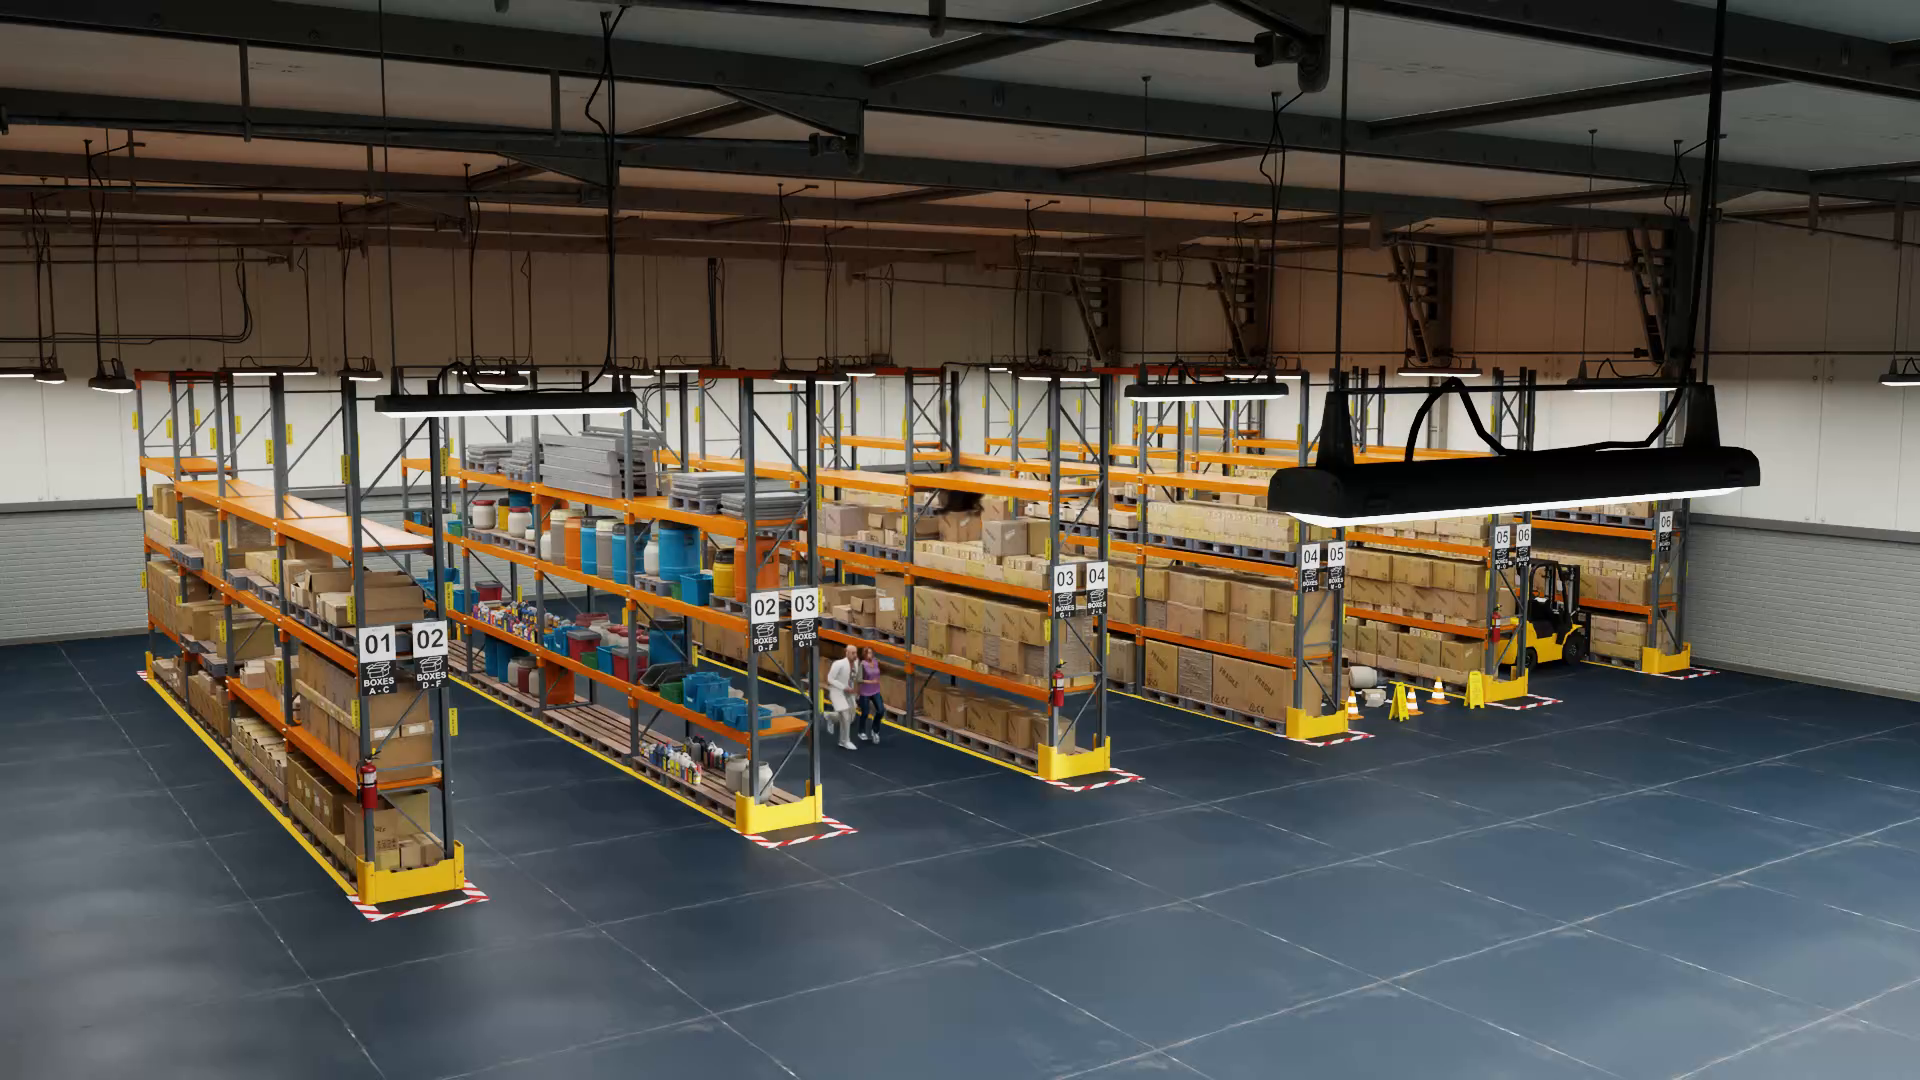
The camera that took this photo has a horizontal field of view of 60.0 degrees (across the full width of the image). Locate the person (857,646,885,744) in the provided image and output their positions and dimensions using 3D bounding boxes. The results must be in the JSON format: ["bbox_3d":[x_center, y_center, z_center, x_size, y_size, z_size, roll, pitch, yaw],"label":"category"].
[{"bbox_3d":[-1.446,2.507,26.879,0.508,1.604,0.667,-4,7,-29],"label":"person"}]

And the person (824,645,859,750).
[{"bbox_3d":[-1.915,2.500,26.656,0.705,1.715,0.801,-6,9,-44],"label":"person"}]

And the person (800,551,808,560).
[{"bbox_3d":[-3.902,0.813,41.357,0.680,1.845,0.733,3,7,23],"label":"person"}]
